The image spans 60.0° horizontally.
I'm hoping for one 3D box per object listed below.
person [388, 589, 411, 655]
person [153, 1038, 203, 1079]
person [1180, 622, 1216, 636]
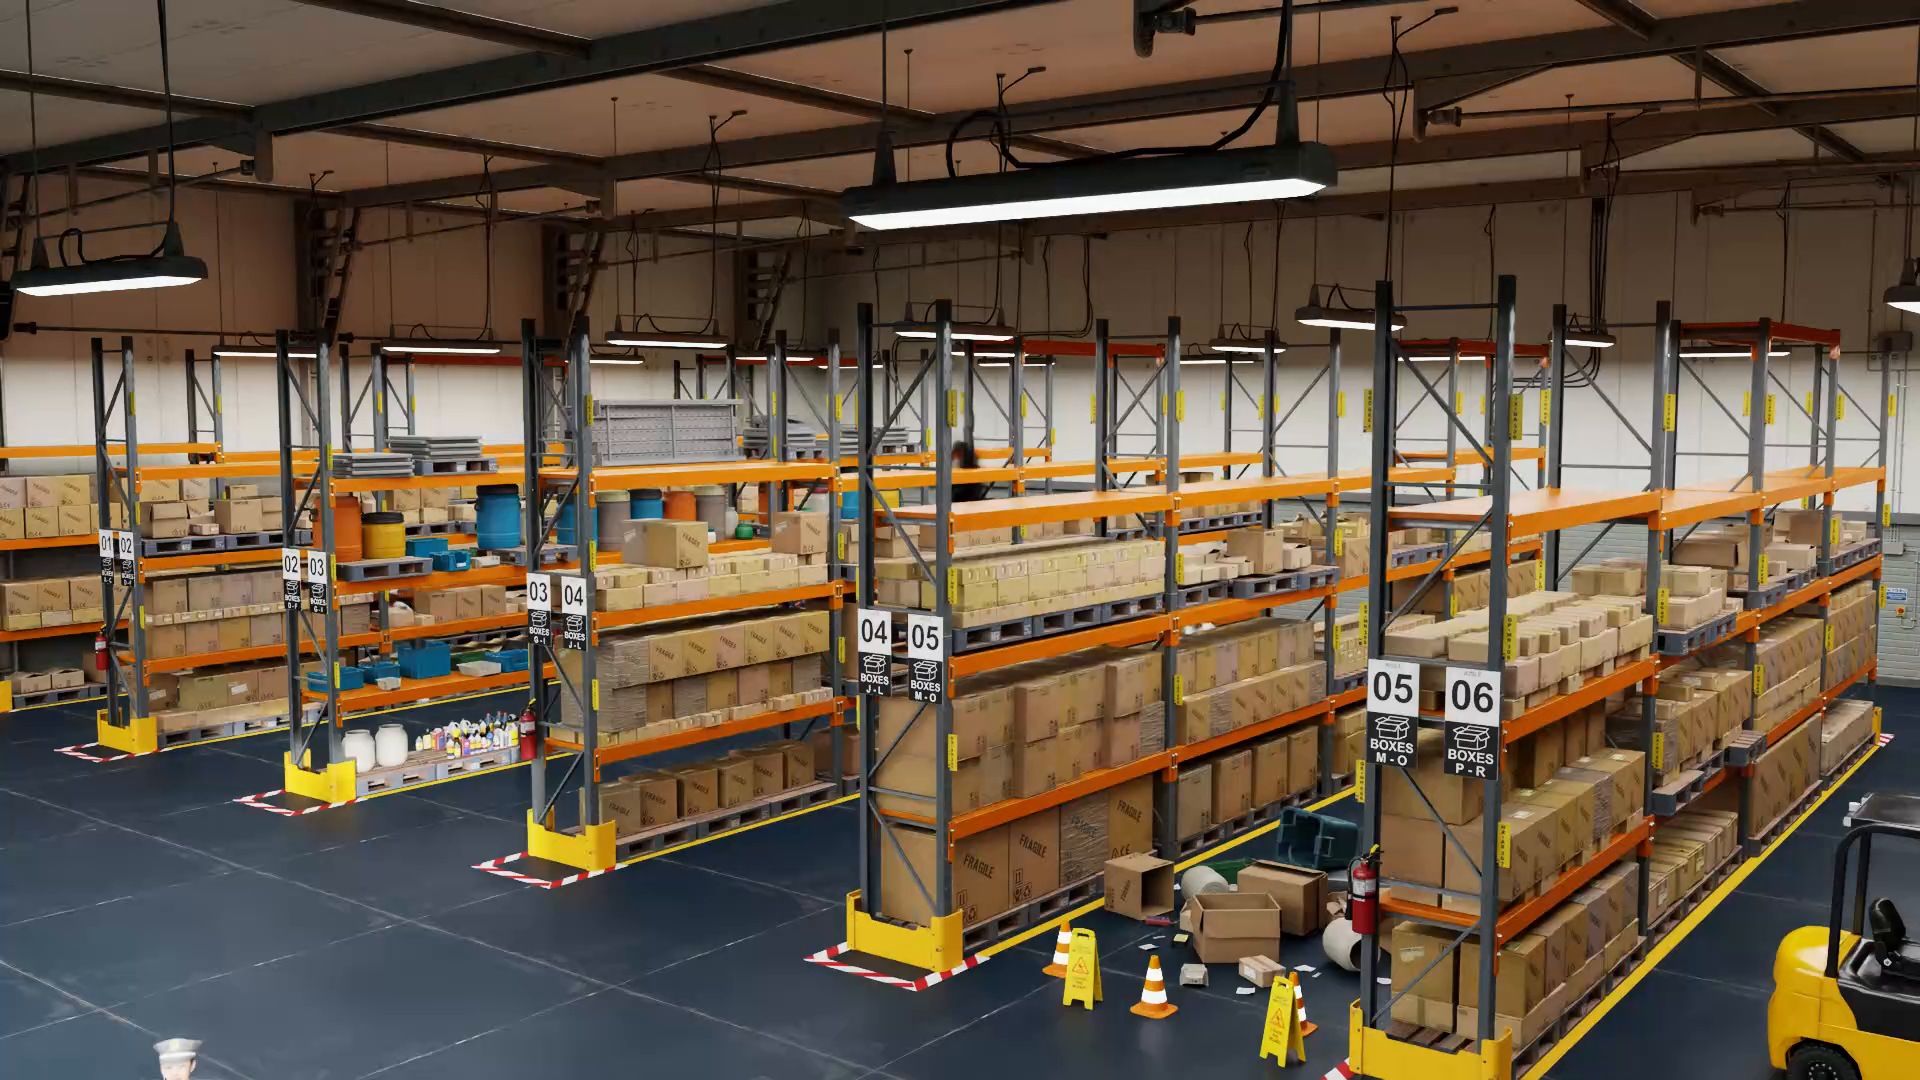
[{"bbox_3d":[-10.179,1.703,29.754,0.694,1.737,0.621,4,6,39],"label":"person"},{"bbox_3d":[-4.221,3.539,9.008,0.593,1.753,0.695,-2,5,-19],"label":"person"},{"bbox_3d":[3.688,1.856,25.793,0.612,1.757,0.830,3,6,34],"label":"person"}]
